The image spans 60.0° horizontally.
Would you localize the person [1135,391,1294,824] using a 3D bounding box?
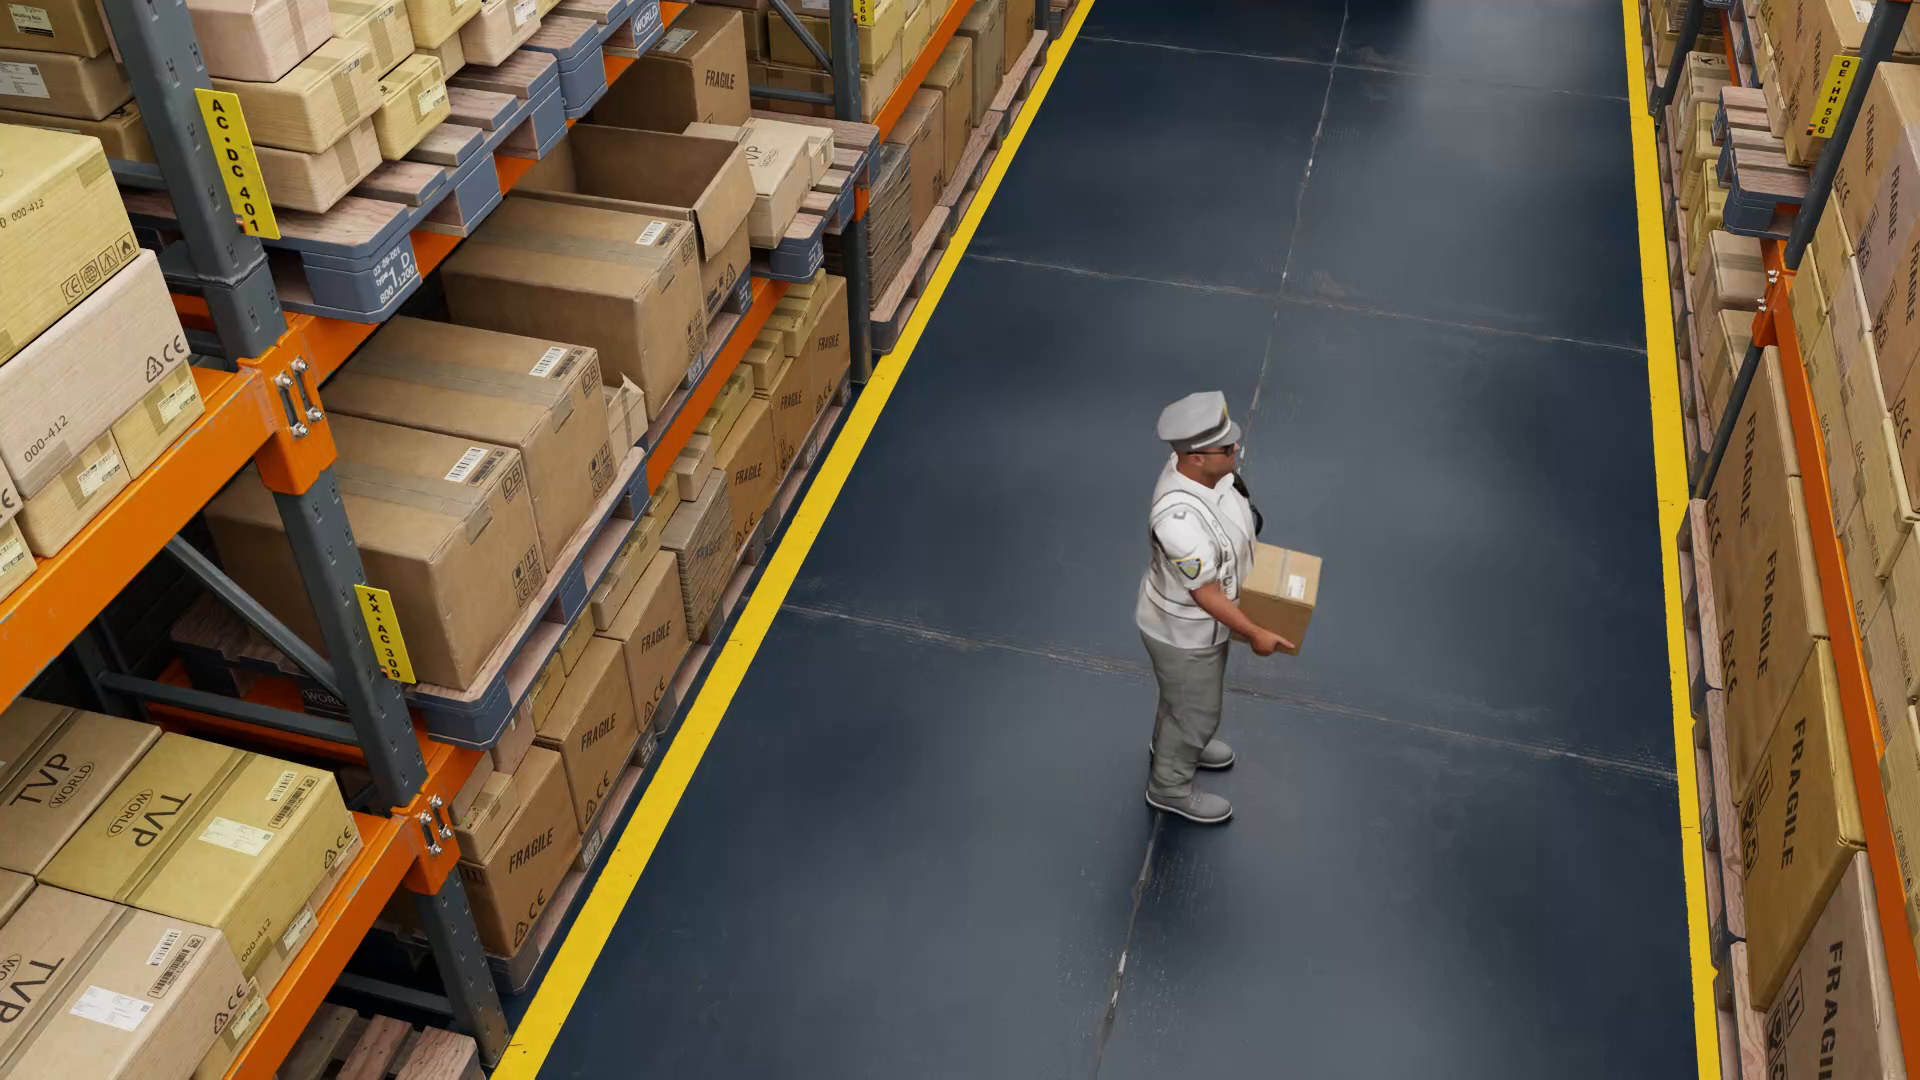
[{"bbox_3d":[0.902,0.255,5.842,0.562,1.767,0.504,10,42,11],"label":"person"}]
